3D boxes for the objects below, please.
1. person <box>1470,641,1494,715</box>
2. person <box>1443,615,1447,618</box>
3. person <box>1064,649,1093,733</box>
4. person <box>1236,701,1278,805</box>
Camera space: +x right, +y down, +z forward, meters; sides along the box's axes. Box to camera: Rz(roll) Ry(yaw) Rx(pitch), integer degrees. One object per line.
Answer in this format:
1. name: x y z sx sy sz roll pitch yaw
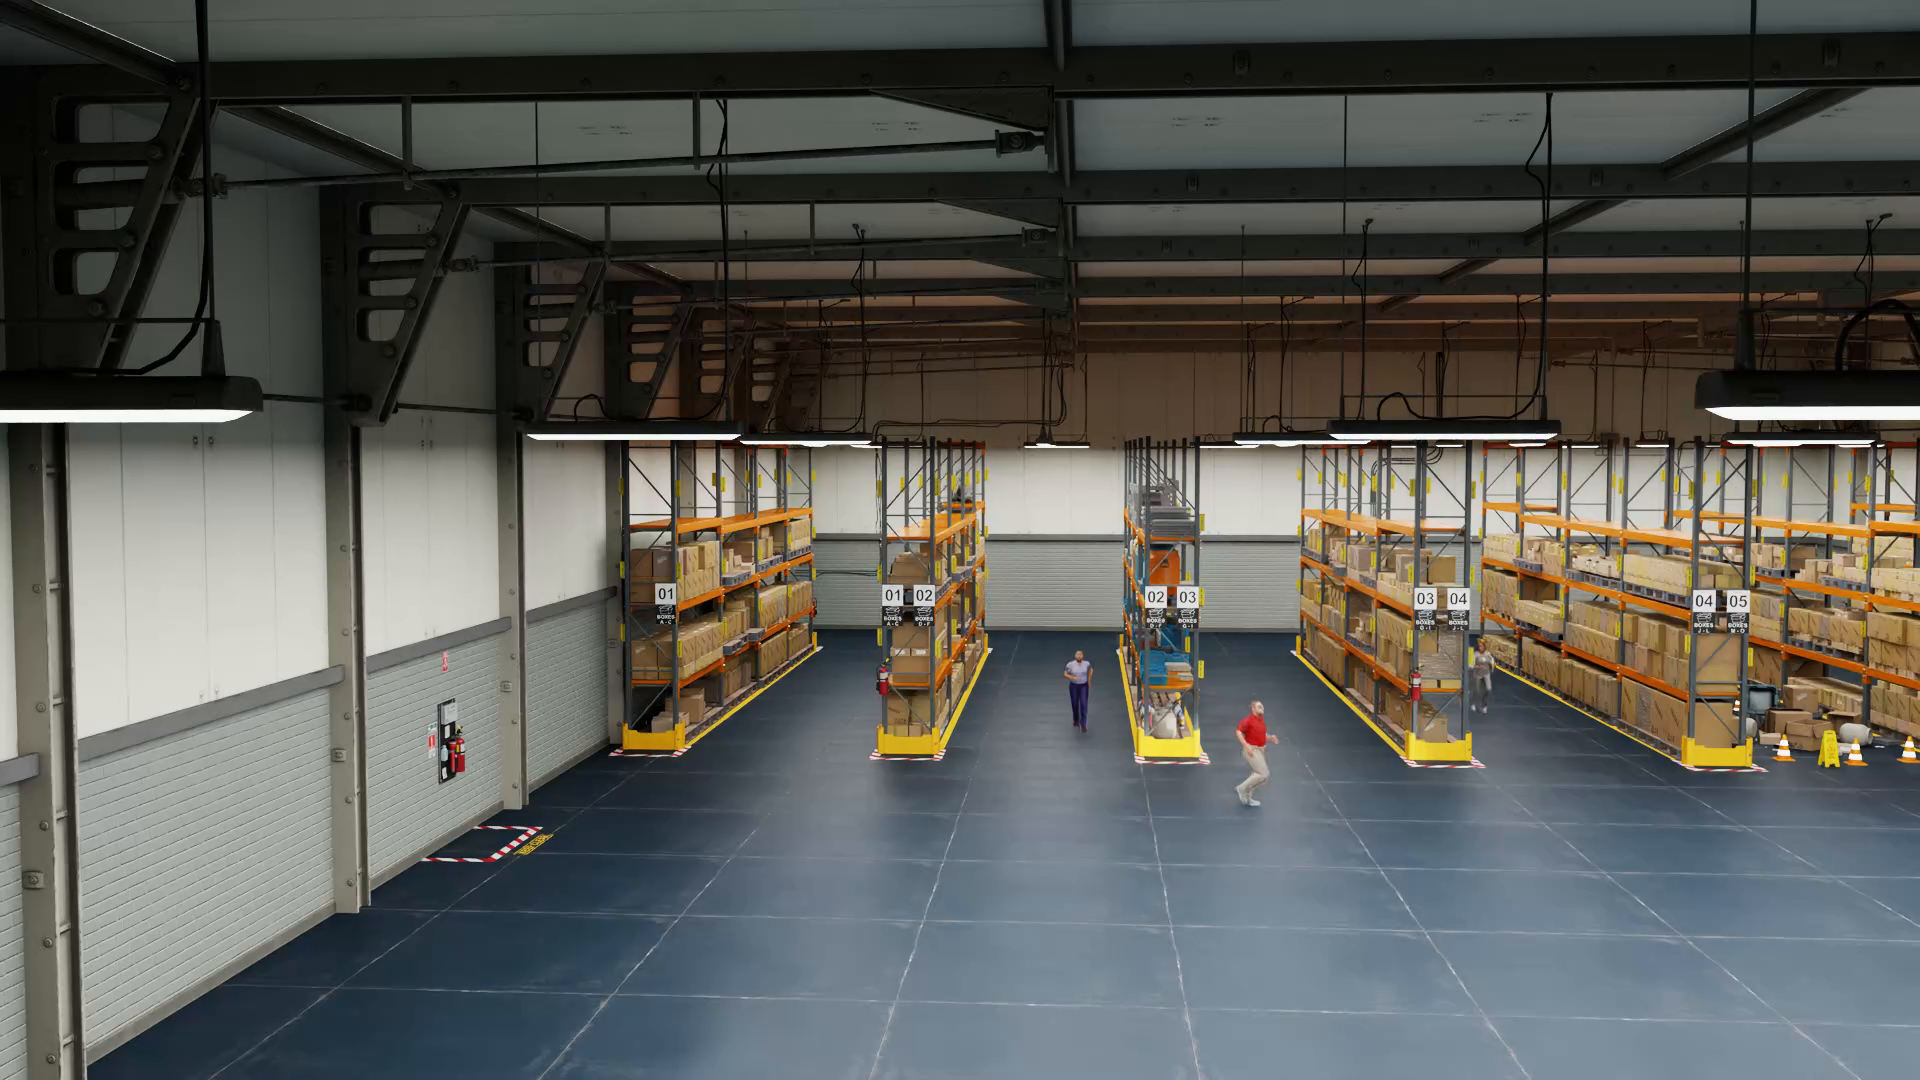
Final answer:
1. person: 11.342 2.988 36.119 0.546 1.596 0.815 0 3 4
2. person: 13.894 2.343 46.955 0.816 1.770 0.670 -2 4 -38
3. person: 2.425 3.088 34.127 0.587 1.705 0.762 0 3 5
4. person: 4.813 3.439 26.828 0.605 1.691 0.634 2 4 30
